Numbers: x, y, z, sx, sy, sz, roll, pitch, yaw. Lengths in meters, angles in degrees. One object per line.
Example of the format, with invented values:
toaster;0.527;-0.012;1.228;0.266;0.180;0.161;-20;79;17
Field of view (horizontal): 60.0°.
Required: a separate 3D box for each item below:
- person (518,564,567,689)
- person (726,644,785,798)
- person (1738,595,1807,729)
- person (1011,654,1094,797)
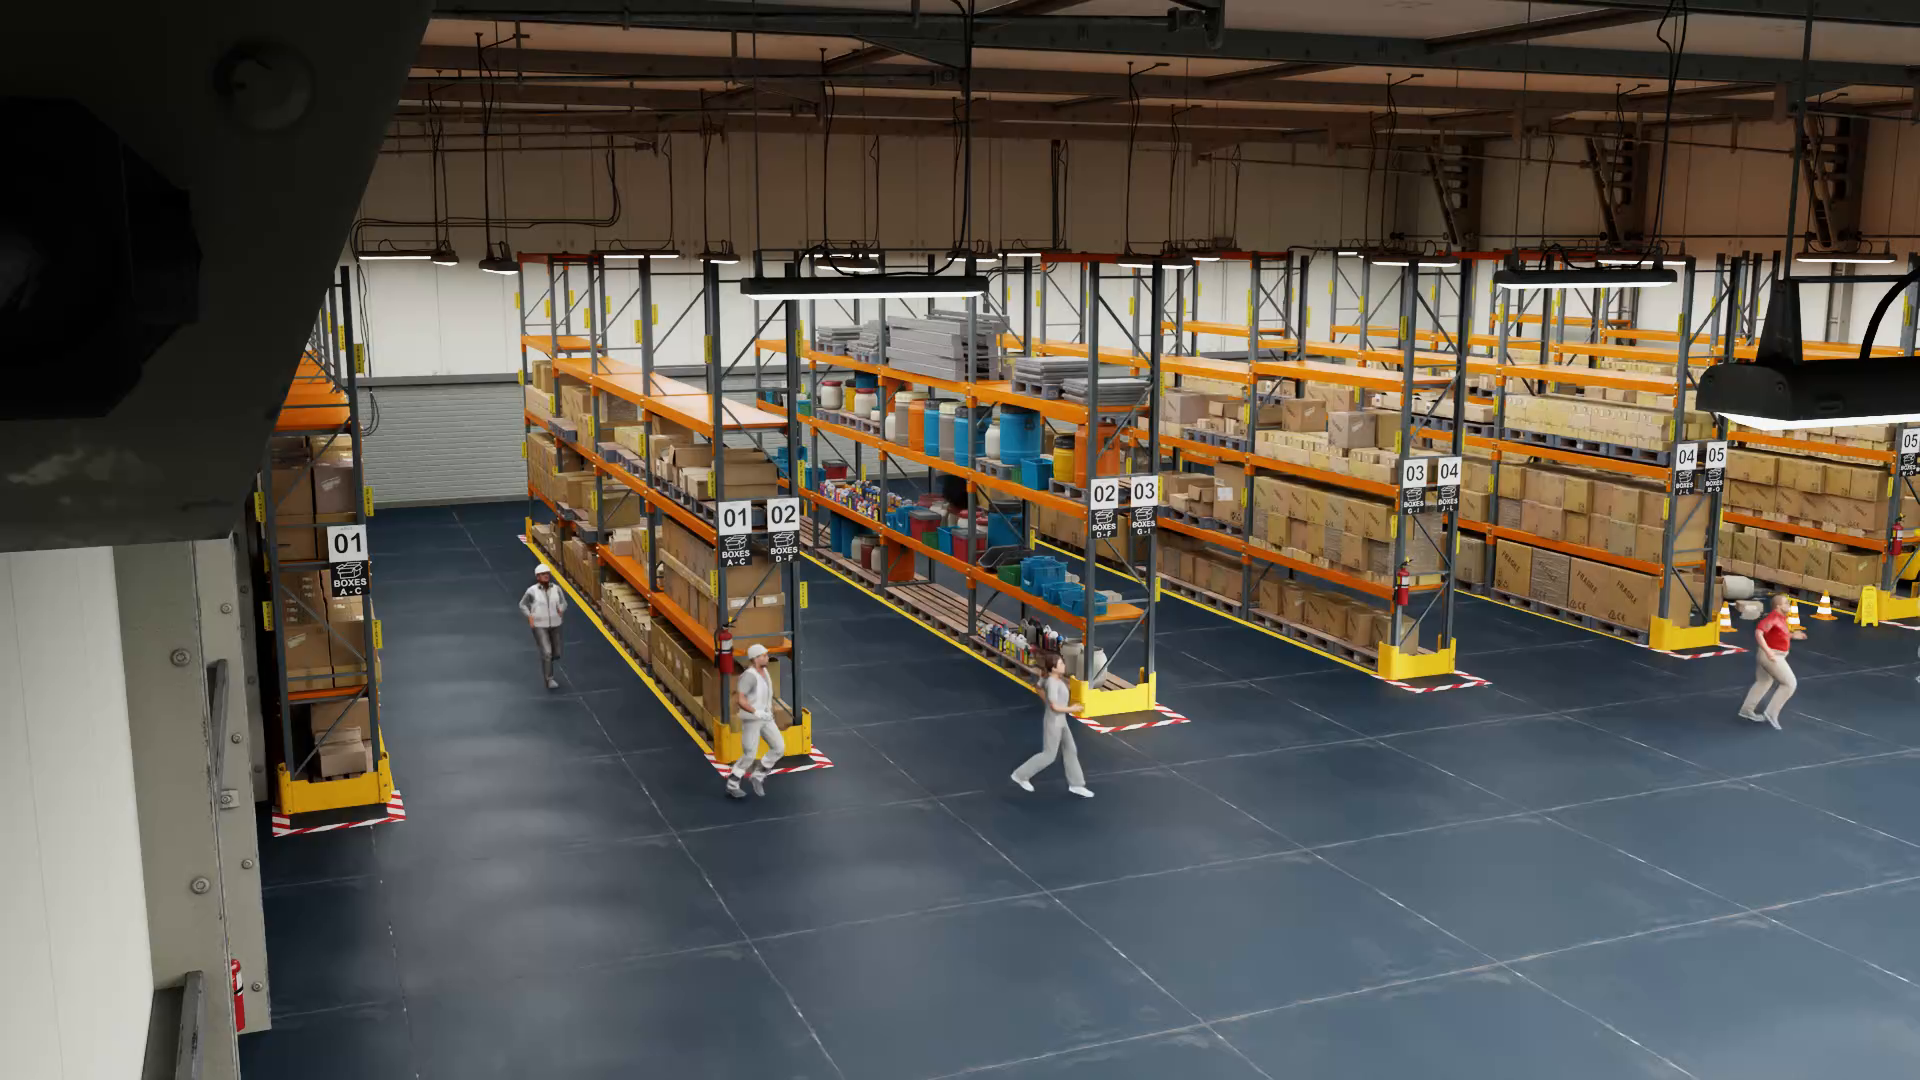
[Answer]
person;-5.900;1.201;23.655;0.668;1.739;0.803;-7;12;-32
person;-2.292;2.052;18.976;0.628;1.747;0.719;5;11;24
person;10.635;1.590;21.719;0.747;1.783;0.626;3;11;17
person;1.058;2.108;18.855;0.954;1.684;0.578;1;10;5
